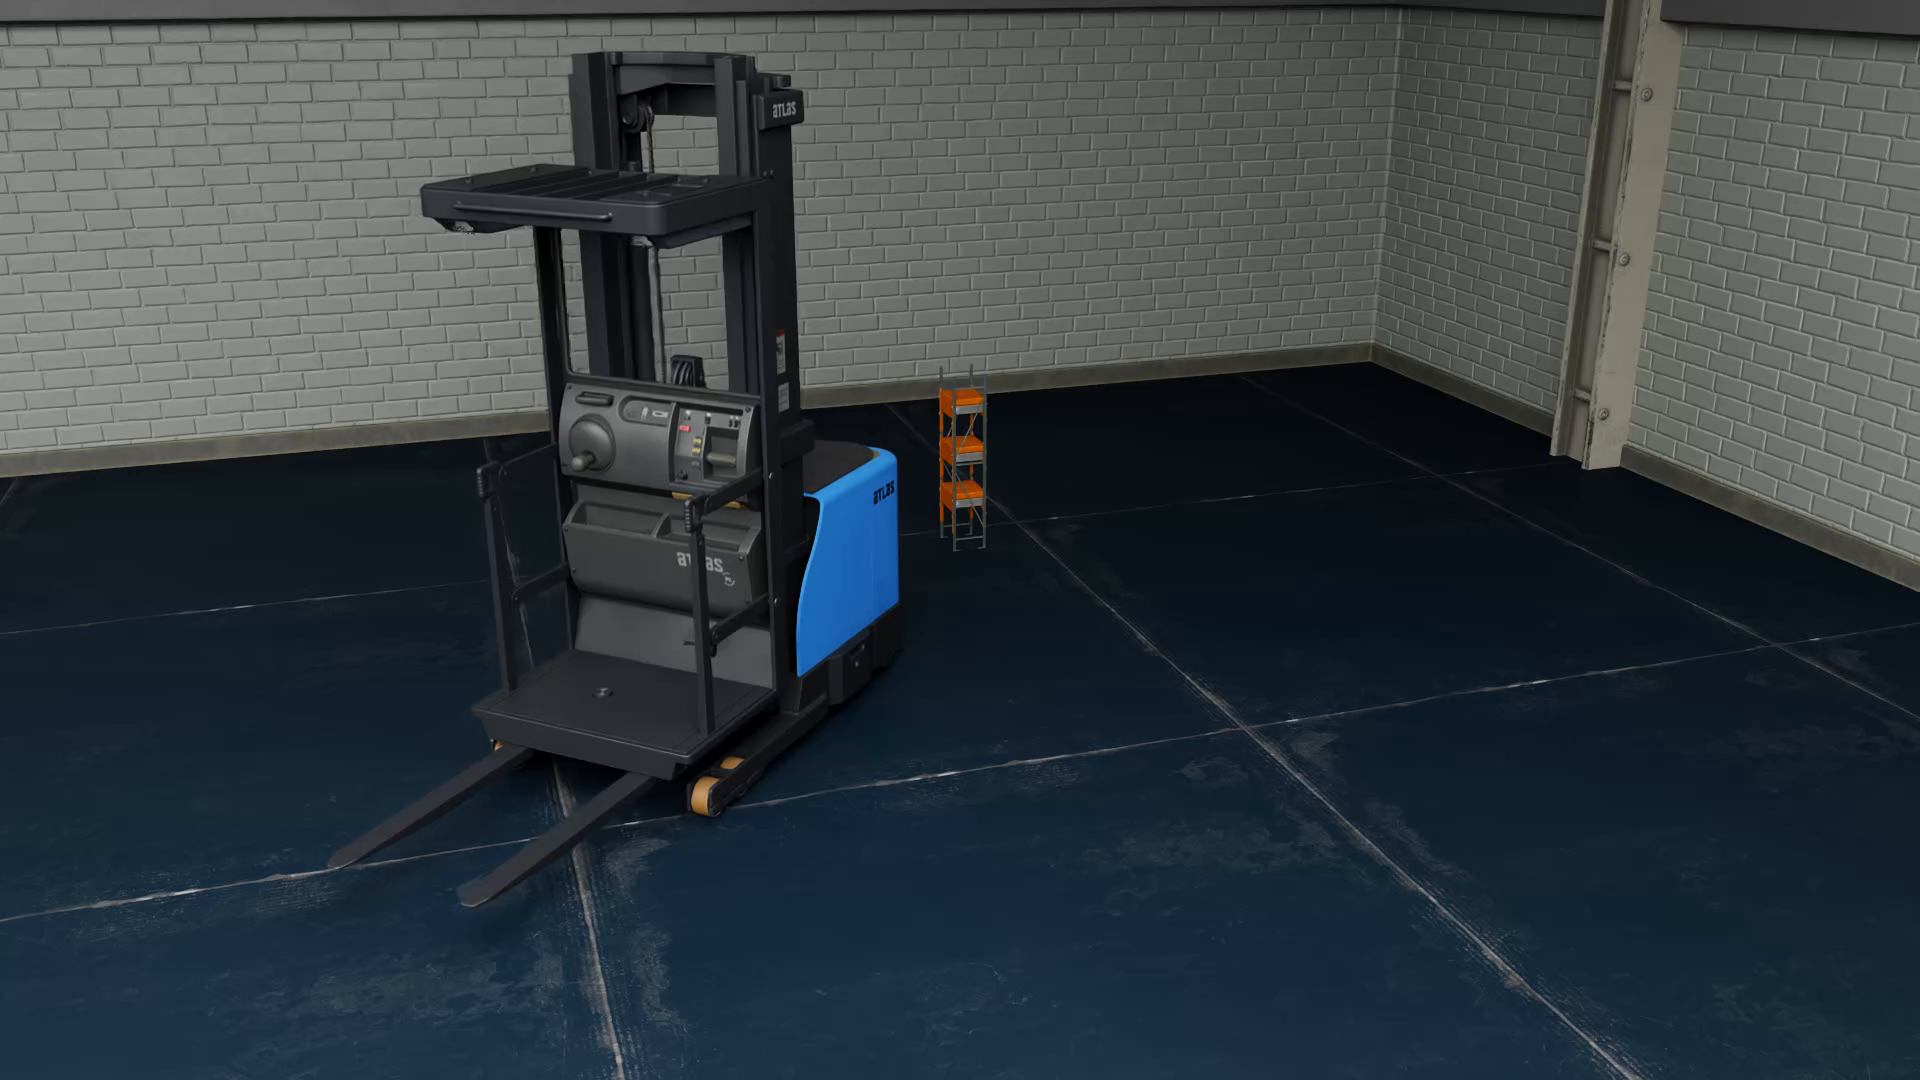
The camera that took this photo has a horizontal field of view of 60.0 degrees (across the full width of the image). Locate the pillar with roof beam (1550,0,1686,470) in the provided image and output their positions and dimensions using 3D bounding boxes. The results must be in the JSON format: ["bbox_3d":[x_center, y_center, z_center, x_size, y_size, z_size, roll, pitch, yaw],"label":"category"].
[{"bbox_3d":[0.227,-4.332,8.664,9.100,9.000,0.400,-6,21,-17],"label":"pillar with roof beam"}]

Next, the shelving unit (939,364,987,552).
[{"bbox_3d":[0.017,-0.477,9.691,0.215,1.050,0.252,-6,21,-17],"label":"shelving unit"}]

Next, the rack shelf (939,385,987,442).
[{"bbox_3d":[0.017,-0.734,9.599,0.215,0.259,0.240,-6,21,-17],"label":"rack shelf"}]

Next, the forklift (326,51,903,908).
[{"bbox_3d":[-1.356,-0.416,6.739,1.130,2.935,3.031,9,22,23],"label":"forklift"}]

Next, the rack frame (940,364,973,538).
[{"bbox_3d":[-0.022,-0.516,9.800,0.200,1.050,0.008,-6,21,-17],"label":"rack frame"}]

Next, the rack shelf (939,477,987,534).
[{"bbox_3d":[0.017,-0.205,9.789,0.215,0.259,0.240,-6,21,-17],"label":"rack shelf"}]

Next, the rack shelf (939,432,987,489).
[{"bbox_3d":[0.017,-0.467,9.695,0.215,0.259,0.240,-6,21,-17],"label":"rack shelf"}]

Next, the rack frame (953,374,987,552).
[{"bbox_3d":[0.055,-0.438,9.582,0.200,1.050,0.008,-6,21,-17],"label":"rack frame"}]
